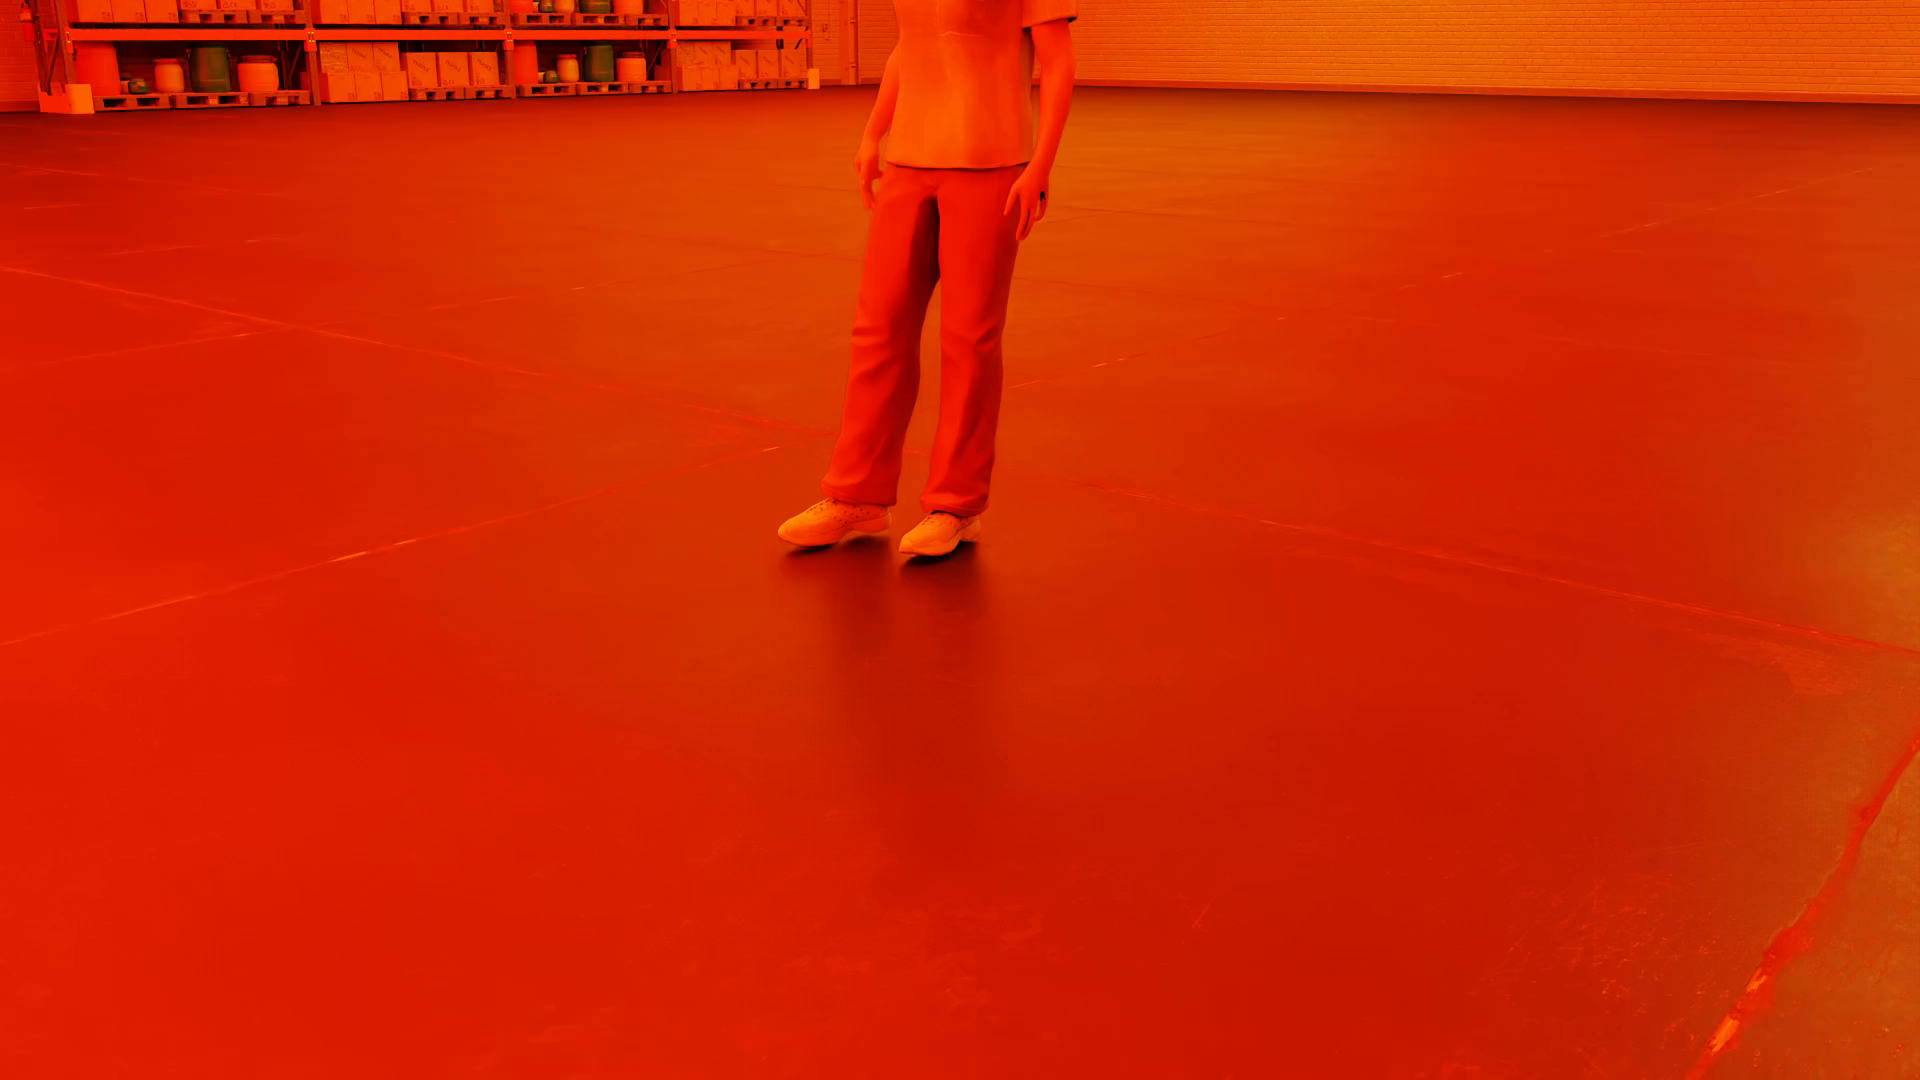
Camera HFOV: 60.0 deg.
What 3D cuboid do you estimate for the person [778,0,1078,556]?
[{"bbox_3d":[-0.056,-0.795,3.649,0.553,1.675,0.549,13,21,37],"label":"person"}]
